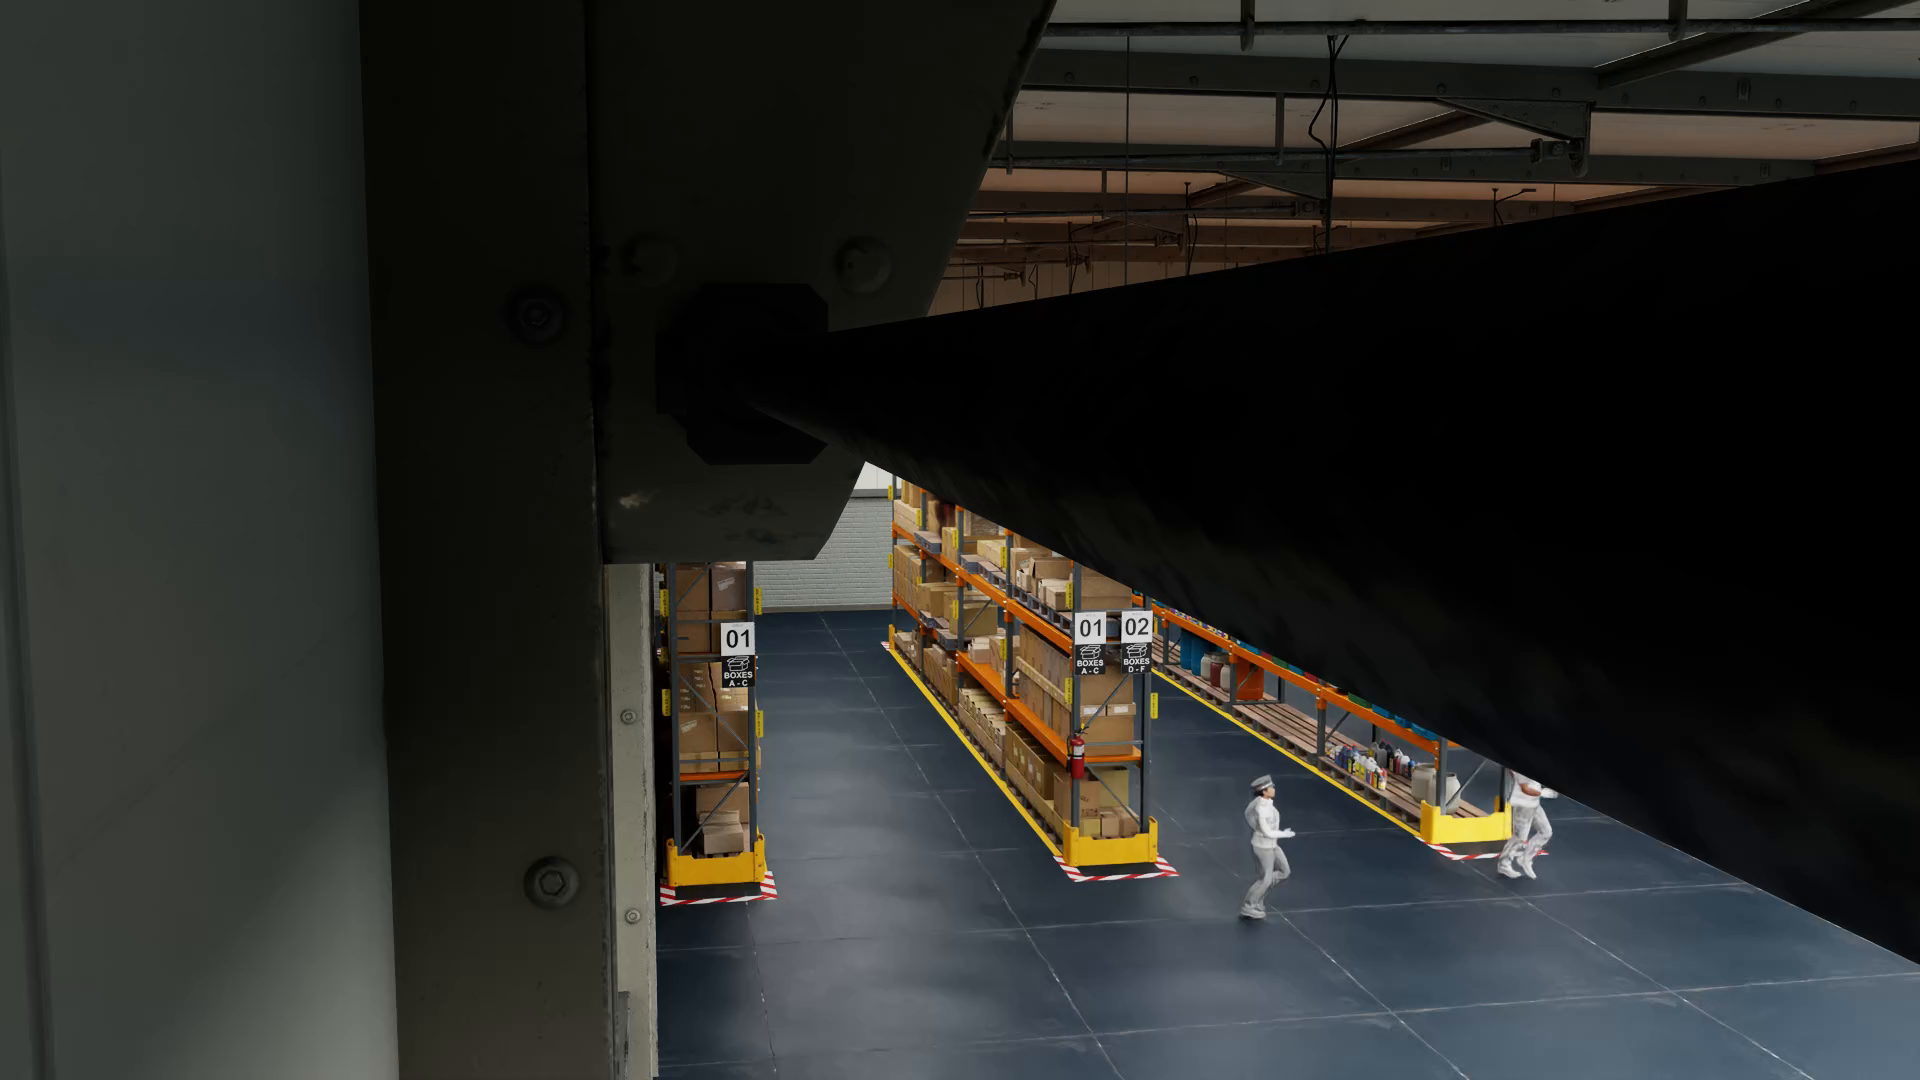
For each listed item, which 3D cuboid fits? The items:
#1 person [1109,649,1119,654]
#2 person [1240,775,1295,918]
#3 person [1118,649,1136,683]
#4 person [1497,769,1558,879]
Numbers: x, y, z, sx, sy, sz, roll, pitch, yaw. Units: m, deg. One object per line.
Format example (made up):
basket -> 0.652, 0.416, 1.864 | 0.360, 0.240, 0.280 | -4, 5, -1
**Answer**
person -> 2.714, 2.084, 31.016 | 0.650, 1.796, 0.883 | -1, 6, -9
person -> 3.492, 3.464, 18.824 | 0.589, 1.659, 0.584 | 1, 6, 12
person -> 3.212, 2.076, 31.671 | 0.683, 1.680, 0.590 | -1, 6, -6
person -> 6.965, 3.261, 20.316 | 0.690, 1.794, 0.699 | 4, 7, 31
